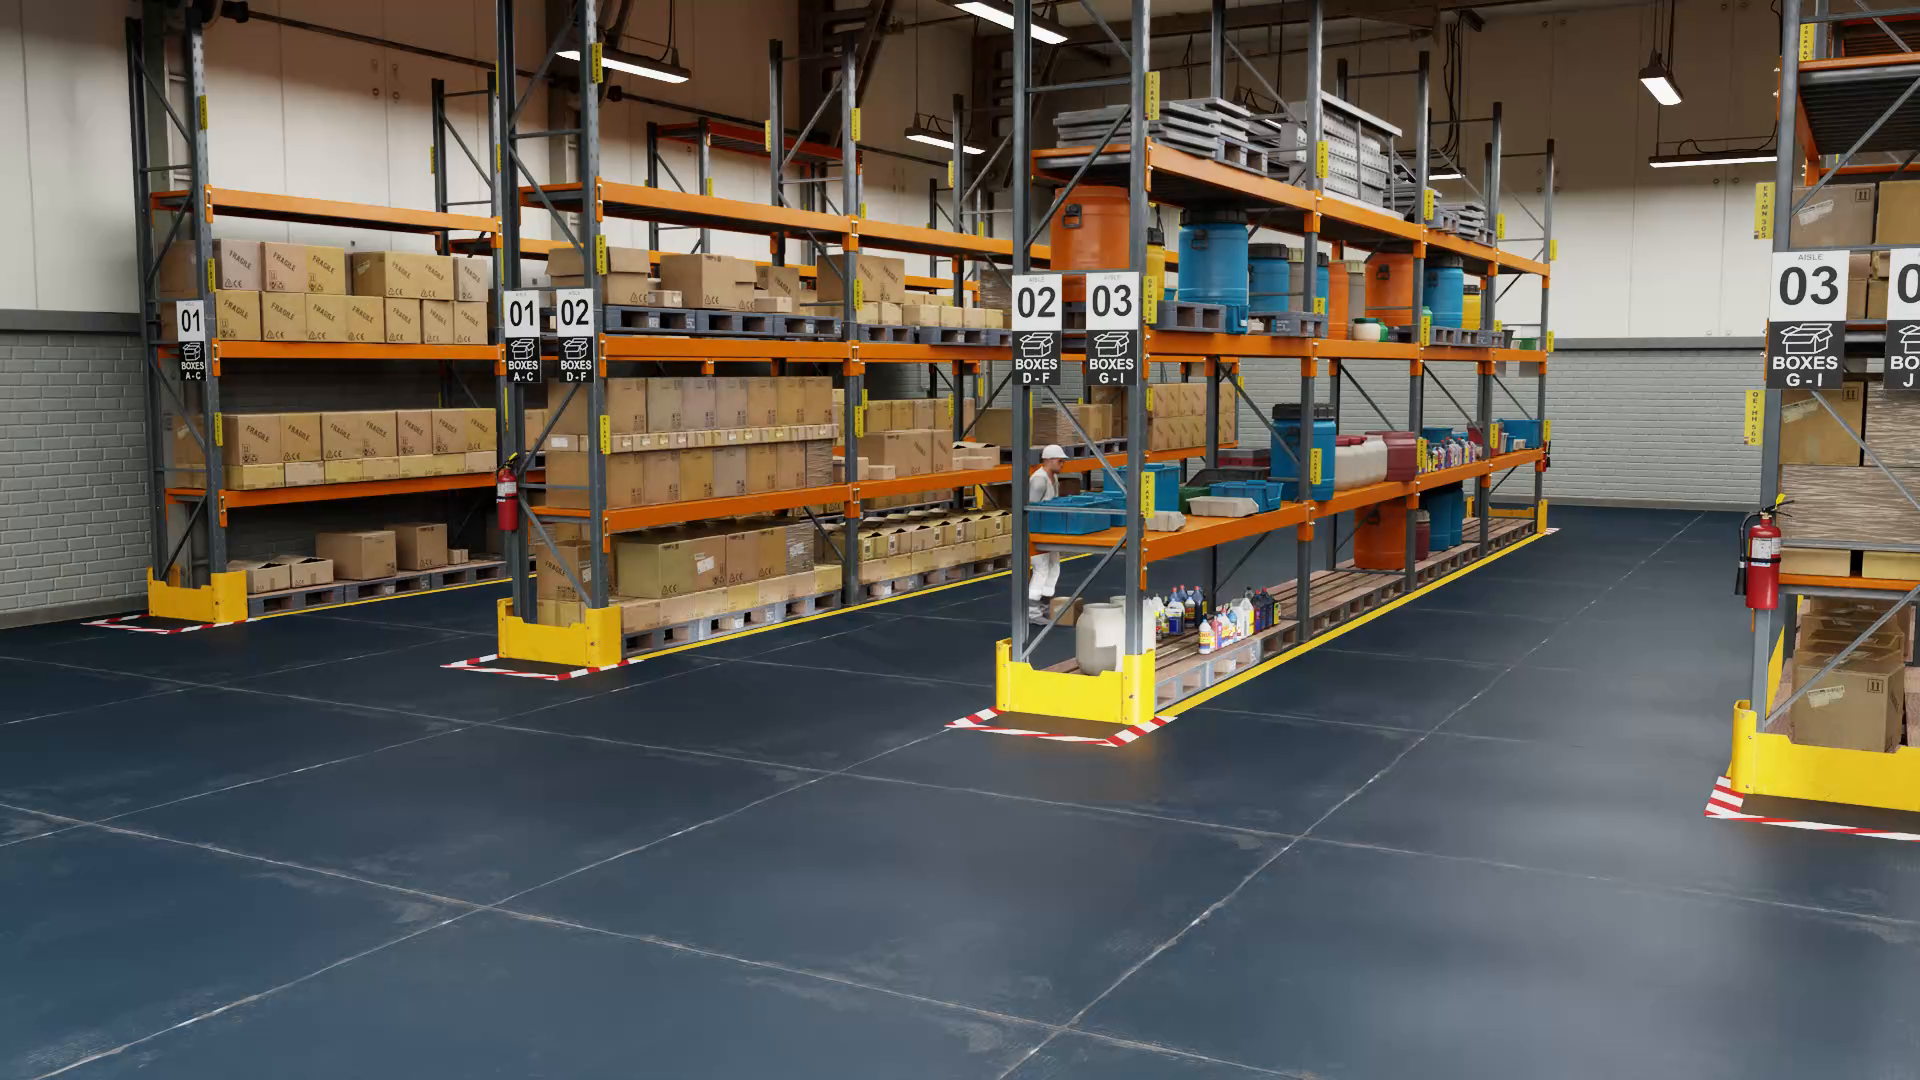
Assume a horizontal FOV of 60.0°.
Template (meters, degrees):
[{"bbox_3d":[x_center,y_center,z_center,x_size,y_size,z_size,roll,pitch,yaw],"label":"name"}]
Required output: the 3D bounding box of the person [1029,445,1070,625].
[{"bbox_3d":[0.863,-0.060,16.593,0.451,1.778,0.582,3,6,25],"label":"person"}]
